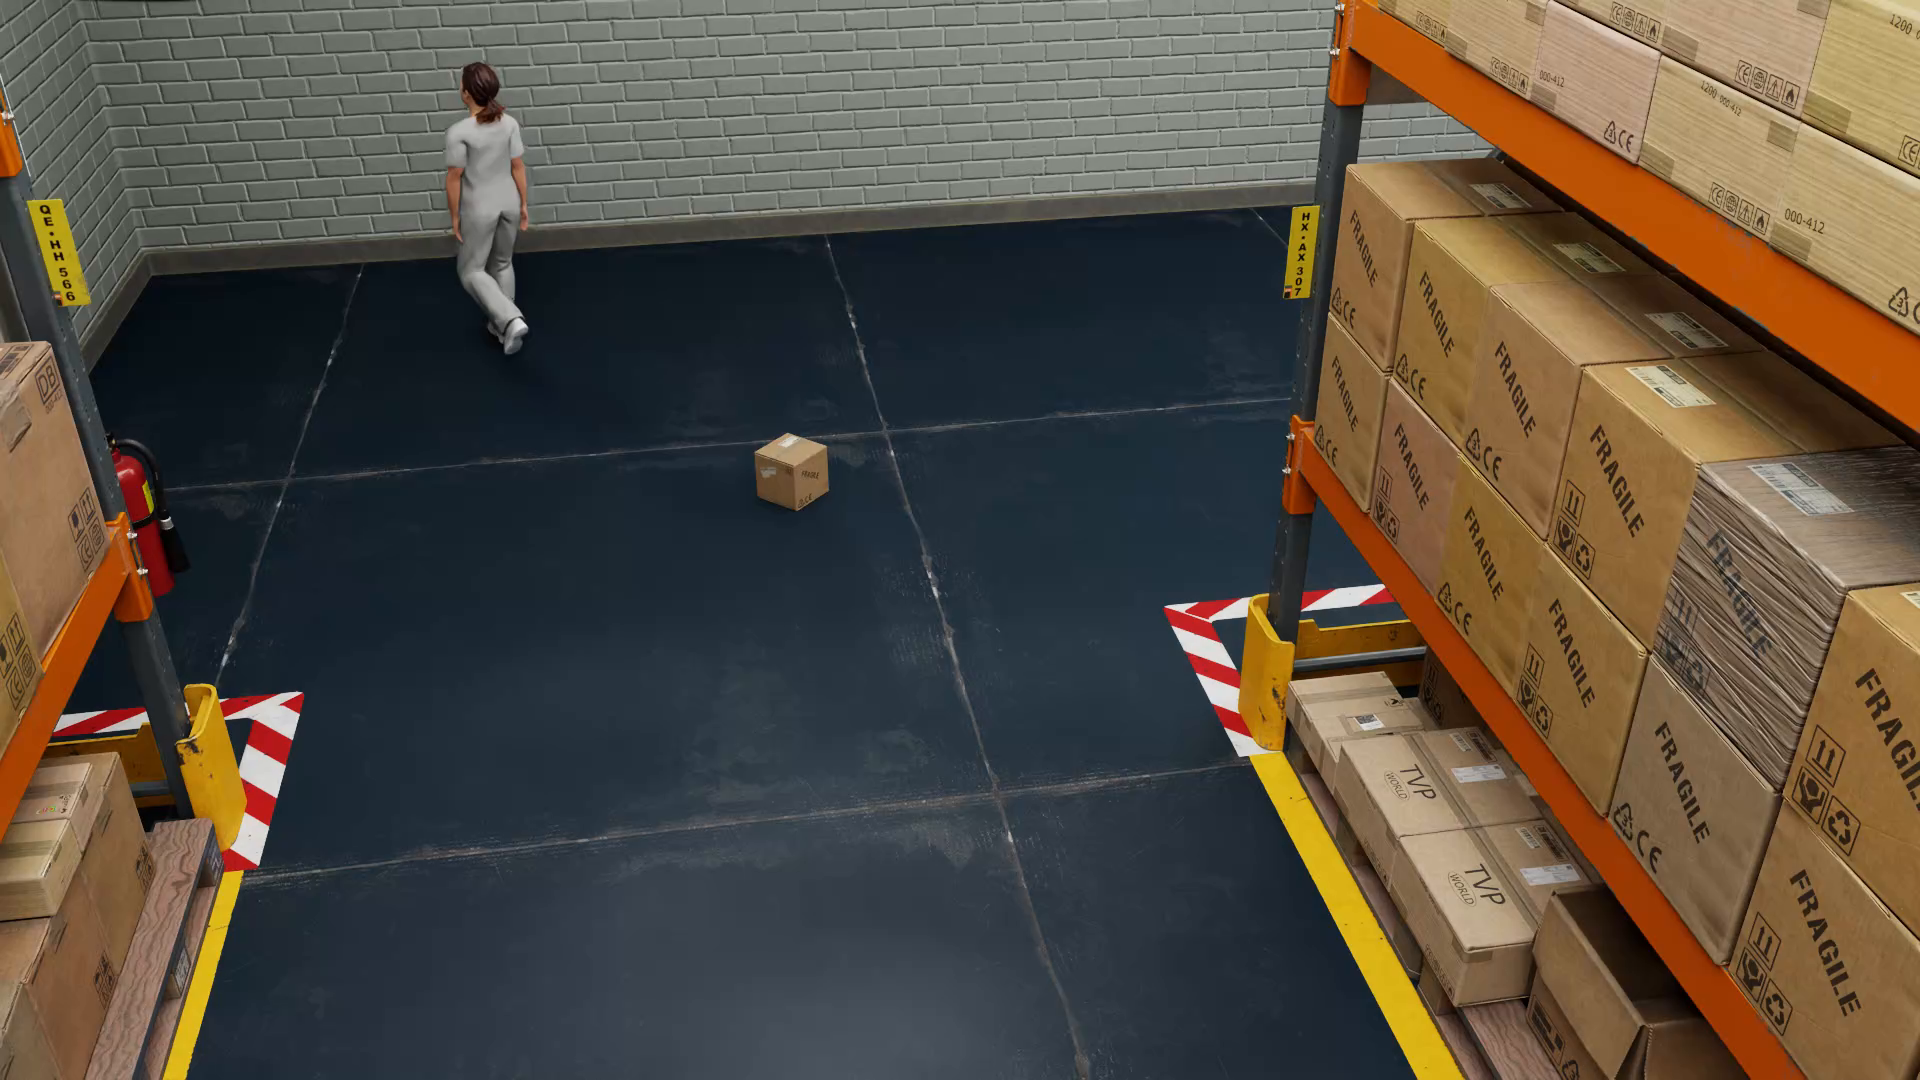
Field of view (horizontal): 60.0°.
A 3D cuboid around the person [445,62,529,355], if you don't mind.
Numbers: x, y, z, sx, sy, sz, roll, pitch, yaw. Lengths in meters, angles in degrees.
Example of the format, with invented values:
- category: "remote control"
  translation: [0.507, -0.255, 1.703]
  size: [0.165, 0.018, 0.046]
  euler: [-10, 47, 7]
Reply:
- category: "person"
  translation: [-2.576, -1.778, 9.139]
  size: [0.452, 1.606, 0.764]
  euler: [-24, 38, -34]
